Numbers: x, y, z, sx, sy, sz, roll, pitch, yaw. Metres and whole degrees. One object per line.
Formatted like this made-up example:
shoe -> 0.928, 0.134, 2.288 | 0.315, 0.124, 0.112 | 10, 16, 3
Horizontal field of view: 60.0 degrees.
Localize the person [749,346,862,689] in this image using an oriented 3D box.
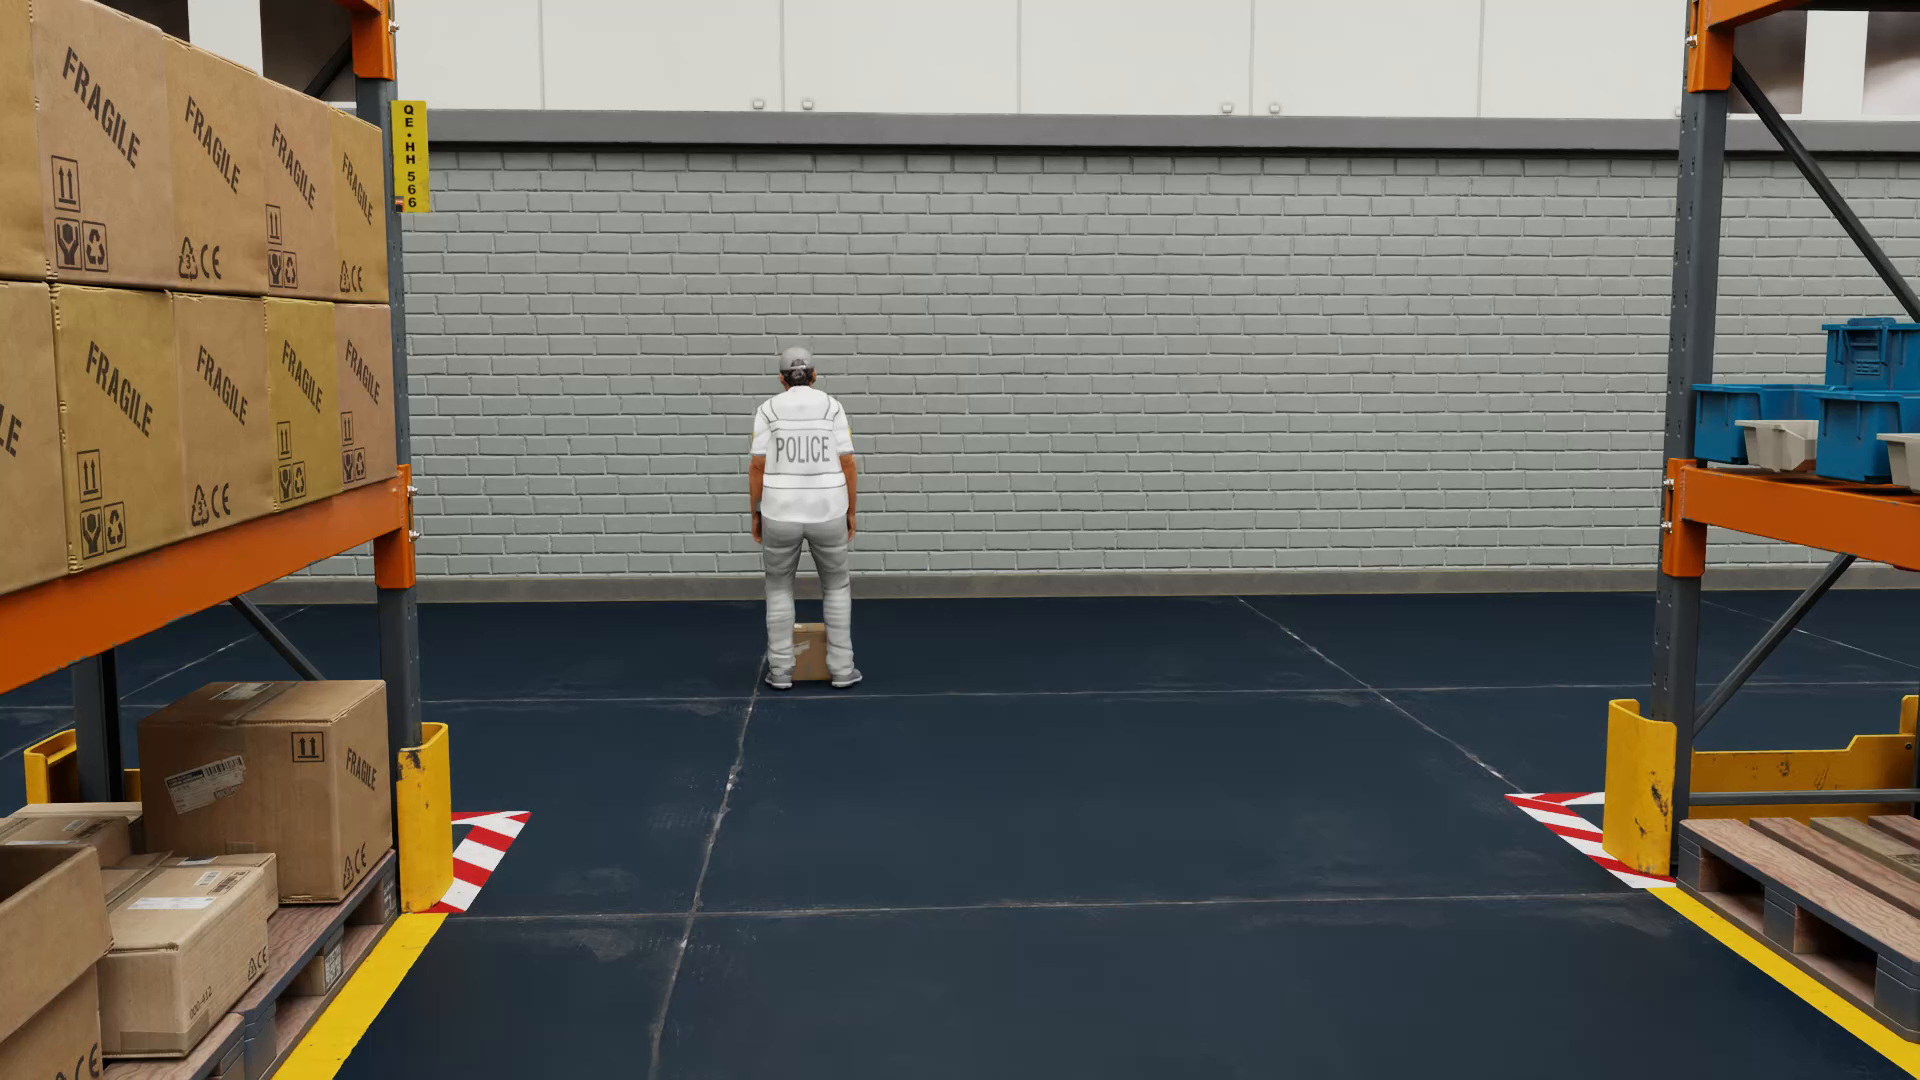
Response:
person -> -0.753, -0.109, 8.124 | 0.547, 1.664, 0.470 | -1, 7, -6
